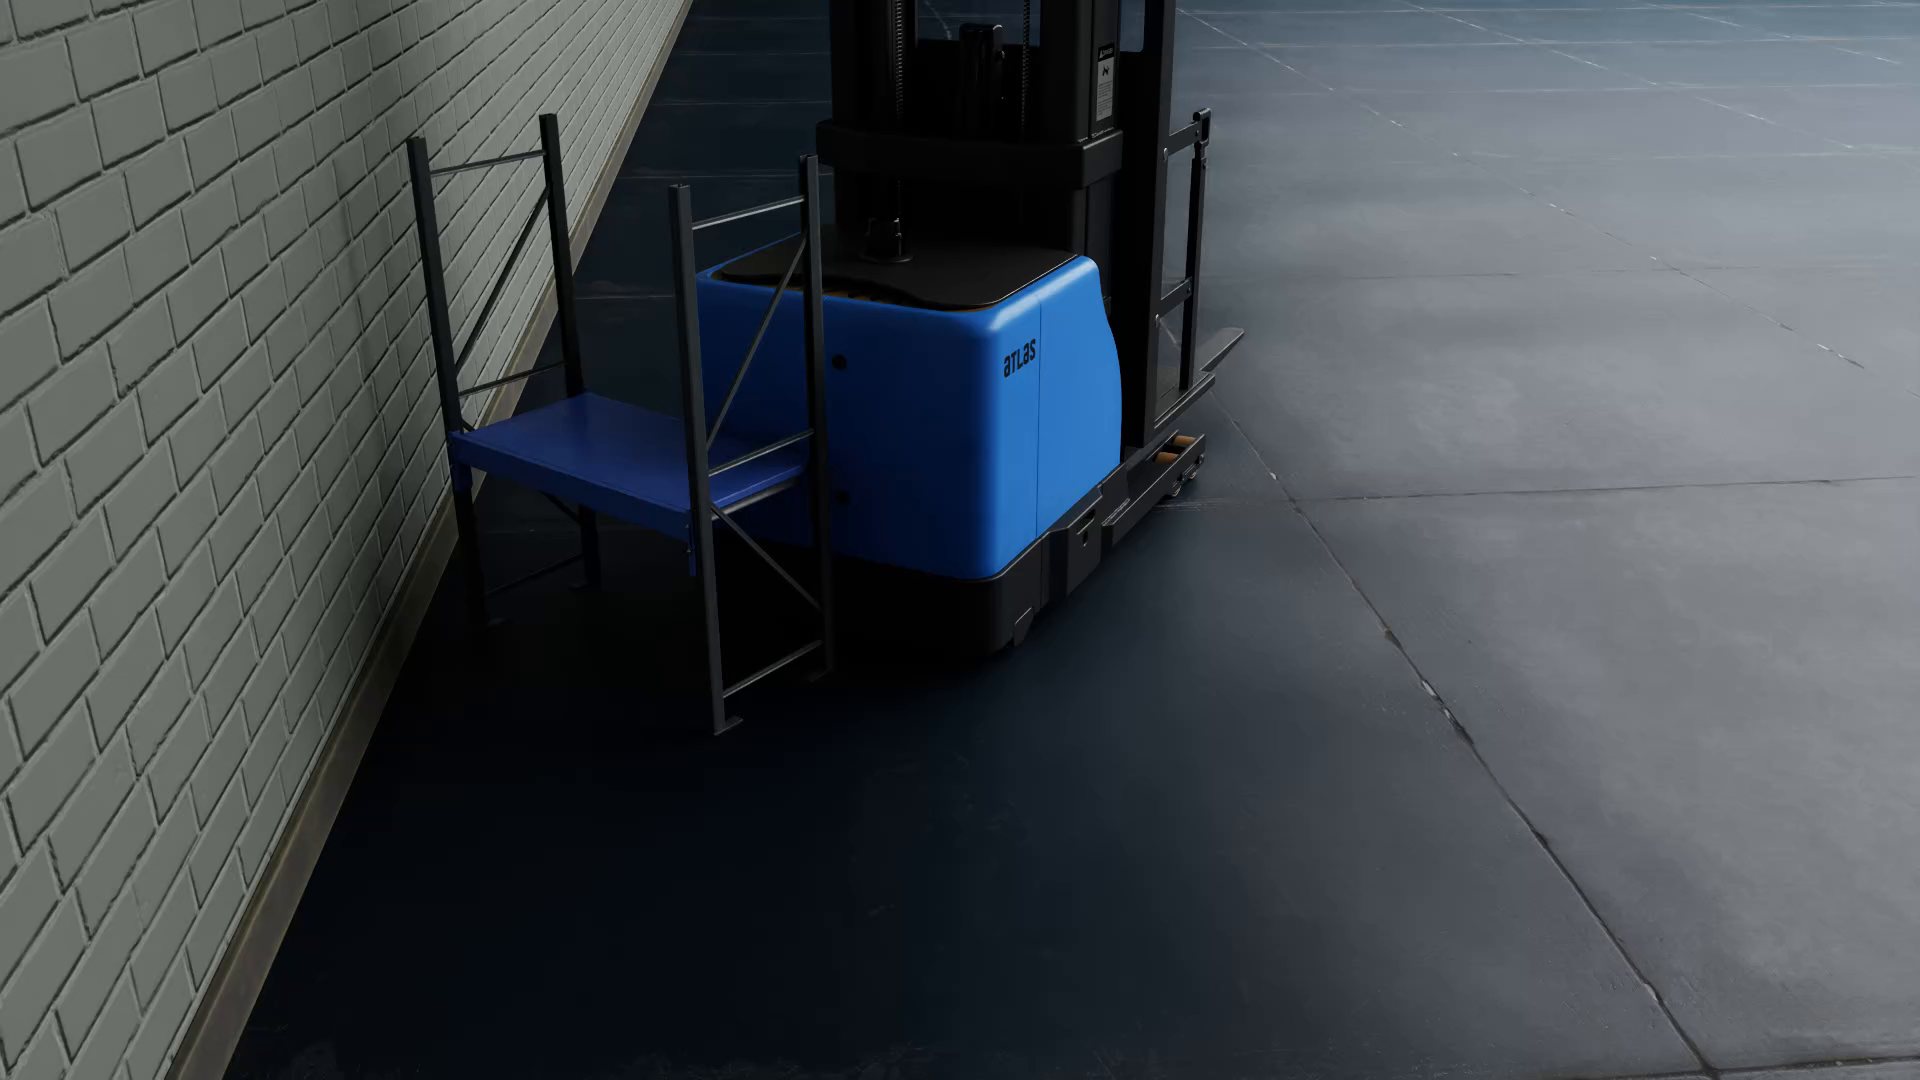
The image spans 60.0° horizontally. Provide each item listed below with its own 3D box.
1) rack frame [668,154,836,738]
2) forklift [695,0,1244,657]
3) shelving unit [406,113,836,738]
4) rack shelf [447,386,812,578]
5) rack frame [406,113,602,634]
[{"bbox_3d":[-0.530,-0.230,4.421,0.032,1.500,0.500,17,29,34],"label":"rack frame"},{"bbox_3d":[0.274,-1.566,5.665,1.130,2.935,3.031,11,26,24],"label":"forklift"},{"bbox_3d":[-0.935,-0.355,4.703,1.048,1.500,0.538,17,29,34],"label":"shelving unit"},{"bbox_3d":[-0.935,-0.191,4.776,1.000,0.185,0.538,17,29,34],"label":"rack shelf"},{"bbox_3d":[-1.339,-0.480,4.984,0.032,1.500,0.500,17,29,34],"label":"rack frame"}]
